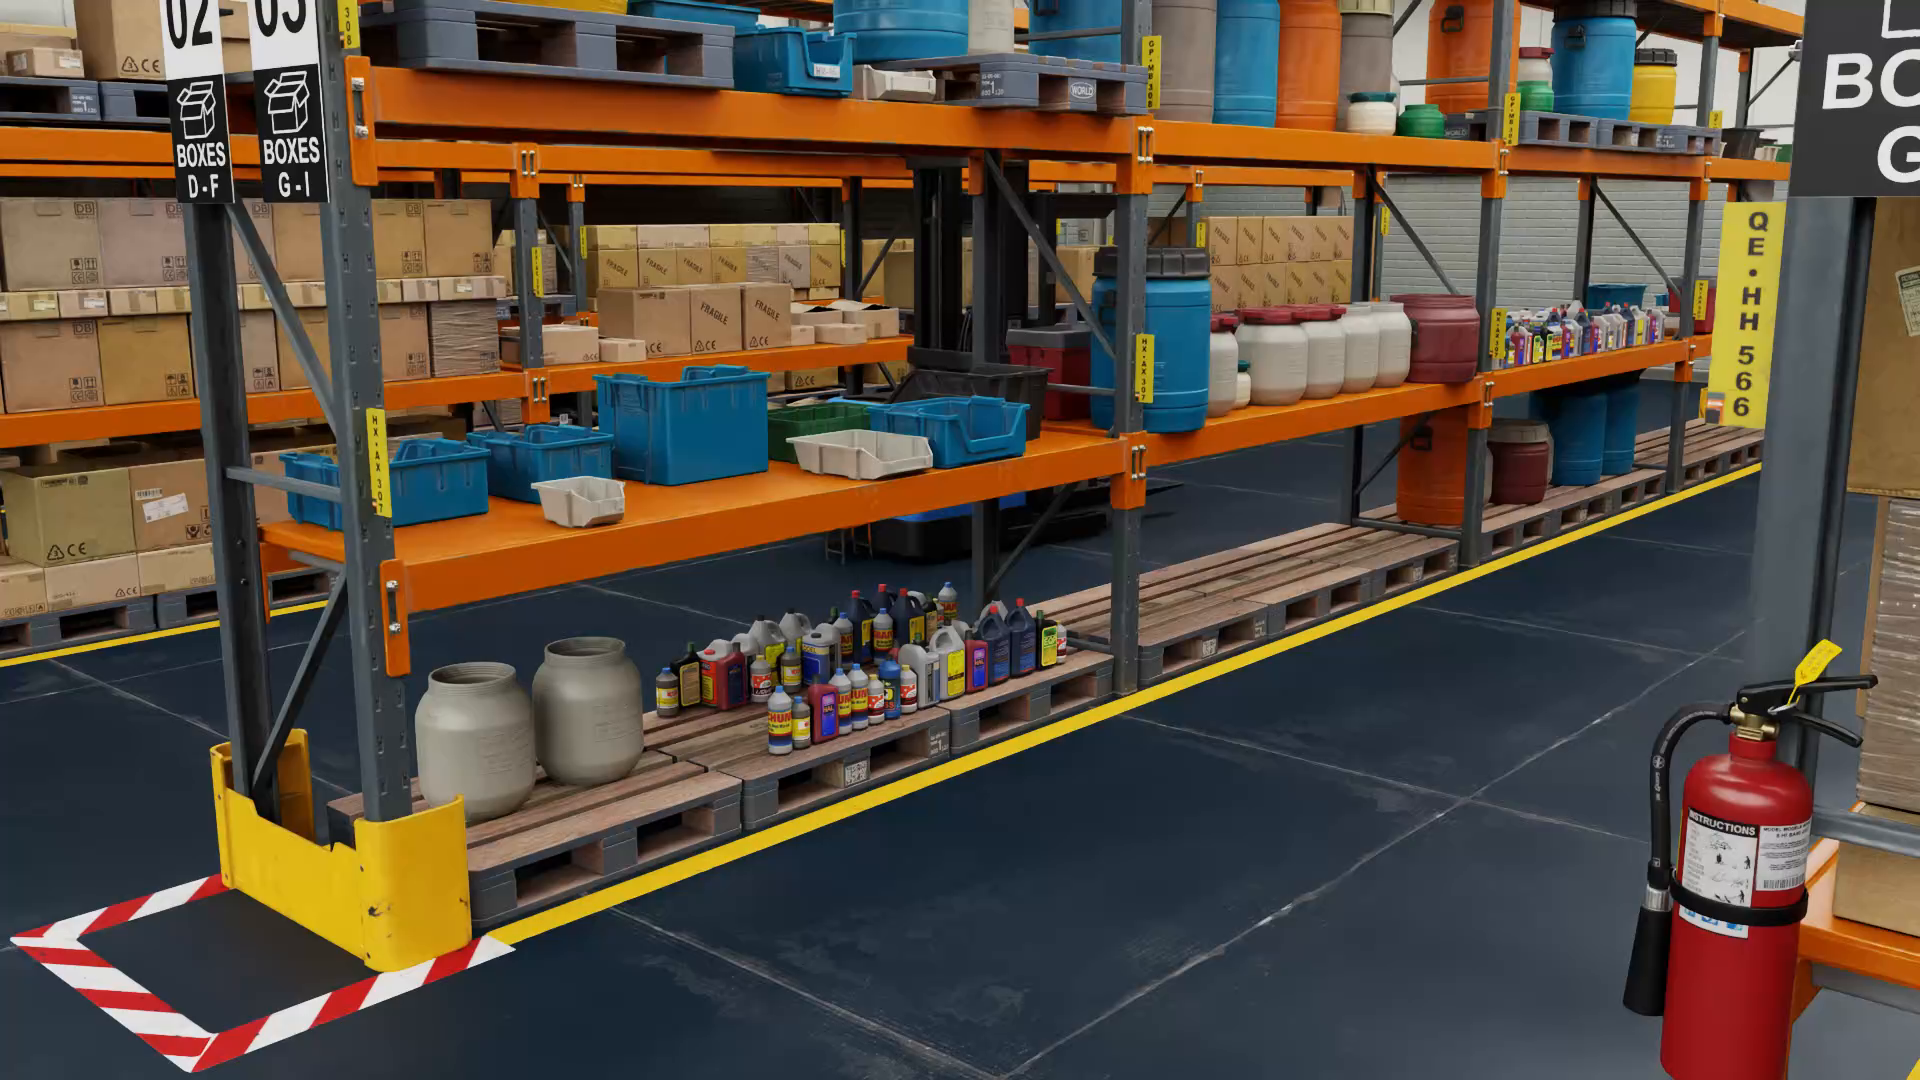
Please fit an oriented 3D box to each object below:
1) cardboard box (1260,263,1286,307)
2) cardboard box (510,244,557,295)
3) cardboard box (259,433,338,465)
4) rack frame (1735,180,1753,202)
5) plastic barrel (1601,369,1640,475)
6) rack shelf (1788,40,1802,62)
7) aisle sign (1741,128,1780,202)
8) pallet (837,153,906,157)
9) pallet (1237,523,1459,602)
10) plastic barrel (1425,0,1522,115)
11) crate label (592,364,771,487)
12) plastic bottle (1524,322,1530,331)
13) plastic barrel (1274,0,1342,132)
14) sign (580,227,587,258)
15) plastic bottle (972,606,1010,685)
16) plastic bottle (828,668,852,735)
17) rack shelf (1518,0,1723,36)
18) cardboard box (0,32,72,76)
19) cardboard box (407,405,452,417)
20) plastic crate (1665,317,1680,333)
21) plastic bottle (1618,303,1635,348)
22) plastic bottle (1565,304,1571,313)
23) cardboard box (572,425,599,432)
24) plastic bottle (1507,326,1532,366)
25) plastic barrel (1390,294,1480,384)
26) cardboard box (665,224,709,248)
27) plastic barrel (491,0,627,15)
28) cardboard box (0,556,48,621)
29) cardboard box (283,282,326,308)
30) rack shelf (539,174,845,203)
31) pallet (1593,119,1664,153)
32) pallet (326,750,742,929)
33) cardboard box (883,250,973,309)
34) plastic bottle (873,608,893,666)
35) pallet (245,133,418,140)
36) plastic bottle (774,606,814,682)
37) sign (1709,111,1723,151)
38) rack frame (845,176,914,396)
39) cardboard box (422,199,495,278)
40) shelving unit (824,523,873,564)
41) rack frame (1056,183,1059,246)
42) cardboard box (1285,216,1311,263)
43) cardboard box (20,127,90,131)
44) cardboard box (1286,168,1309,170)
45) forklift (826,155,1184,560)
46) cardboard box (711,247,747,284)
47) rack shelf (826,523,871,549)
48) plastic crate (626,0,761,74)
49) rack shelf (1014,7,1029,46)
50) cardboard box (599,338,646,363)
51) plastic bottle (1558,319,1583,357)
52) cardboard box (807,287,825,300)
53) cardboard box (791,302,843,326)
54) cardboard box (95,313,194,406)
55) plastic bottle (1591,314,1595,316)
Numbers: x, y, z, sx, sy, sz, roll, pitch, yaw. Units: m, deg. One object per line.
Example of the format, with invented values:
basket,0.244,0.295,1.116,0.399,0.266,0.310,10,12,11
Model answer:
cardboard box,3.248,-2.814,18.387,0.500,0.500,0.500,10,15,40
cardboard box,-4.627,-2.822,17.303,0.700,0.500,0.500,8,14,34
cardboard box,-4.049,-0.382,10.498,0.500,0.500,0.500,10,15,40
rack frame,8.399,-2.524,17.188,1.000,3.000,0.127,10,15,40
plastic barrel,5.386,-1.034,14.017,0.600,0.901,0.708,10,15,40
rack shelf,2.877,-0.942,3.446,1.077,0.370,4.000,10,15,40
aisle sign,8.223,-3.848,17.179,0.394,0.787,0.004,10,15,40
pallet,-0.982,-3.255,13.672,1.213,0.211,1.003,11,16,43
pallet,2.577,0.130,11.023,1.003,0.211,1.213,10,15,40
plastic barrel,3.495,-3.317,11.335,0.600,0.830,0.708,10,15,40
crate label,-1.151,-0.493,6.930,0.502,0.435,0.616,10,15,40
plastic bottle,4.508,-1.635,13.247,0.097,0.201,0.097,0,11,0
plastic barrel,1.981,-2.839,10.013,0.600,0.830,0.708,10,15,40
sign,-3.910,-3.088,17.259,0.100,0.325,0.005,10,15,40
plastic bottle,0.142,0.485,7.763,0.144,0.351,0.185,9,14,38
plastic bottle,-0.506,0.676,7.013,0.097,0.271,0.097,0,11,0
rack shelf,4.438,-4.034,12.291,1.077,0.370,4.000,10,15,40
cardboard box,-5.320,-2.686,9.297,0.500,0.250,0.500,10,15,40
cardboard box,-5.494,-1.367,16.658,0.700,0.500,0.500,10,15,40
plastic crate,6.173,-1.885,14.512,0.396,0.136,0.243,10,15,40
plastic bottle,5.275,-1.706,13.222,0.144,0.351,0.185,10,15,40
plastic bottle,5.196,-1.879,14.259,0.061,0.283,0.133,10,15,40
cardboard box,-2.850,-0.706,12.603,0.500,0.311,0.500,10,15,42
plastic bottle,3.951,-1.376,11.758,0.152,0.276,0.135,10,15,40
plastic barrel,3.039,-1.306,10.744,0.600,0.536,0.708,10,15,40
cardboard box,-3.150,-3.387,18.529,0.500,0.250,0.500,10,15,41
plastic barrel,-1.506,-2.123,5.971,0.600,0.588,0.600,0,11,0
cardboard box,-5.360,0.282,9.091,0.500,0.250,0.500,10,15,40
cardboard box,-4.099,-1.512,10.212,0.380,0.149,0.250,10,15,42
rack shelf,-3.004,-4.040,18.958,1.077,0.370,4.000,10,15,40
pallet,4.568,-3.018,12.489,1.003,0.211,1.213,10,15,40
pallet,-1.608,1.062,6.357,1.003,0.211,1.213,10,15,40
cardboard box,-0.270,-2.350,14.991,0.700,0.500,0.500,4,12,21
plastic bottle,-0.372,0.466,8.062,0.097,0.271,0.097,0,11,0
pallet,-3.785,-2.698,10.628,1.003,0.211,1.213,10,15,40
plastic bottle,-0.773,0.480,7.787,0.144,0.351,0.185,10,15,40
sign,6.170,-3.339,13.590,0.100,0.325,0.005,10,15,40
rack frame,-0.601,-1.988,14.505,1.000,3.000,0.127,10,15,40
cardboard box,-3.529,-2.018,11.090,0.700,0.500,0.500,10,15,41
shelving unit,-0.799,-0.384,11.407,0.252,1.050,0.215,-16,19,-40
rack frame,0.957,-3.805,23.602,1.000,3.000,0.127,10,15,40
cardboard box,3.582,-3.376,18.648,0.500,0.500,0.500,10,15,42
cardboard box,-7.456,-3.390,13.560,0.500,0.500,0.500,8,14,36
cardboard box,3.538,-4.234,18.474,0.500,0.250,0.500,10,15,40
forklift,0.460,-1.519,12.336,3.031,2.935,1.130,-10,15,-41
cardboard box,-2.792,-3.097,18.993,0.500,0.500,0.500,10,15,42
rack shelf,-0.781,-0.105,11.479,0.240,0.259,0.215,-16,19,-40
plastic crate,-1.131,-1.952,6.710,0.392,0.384,0.575,10,15,40
rack shelf,0.719,-4.675,15.500,1.077,0.370,4.000,10,15,40
cardboard box,-2.503,-1.380,12.103,0.380,0.149,0.250,10,15,40
plastic bottle,4.562,-1.512,12.439,0.152,0.276,0.135,10,15,40
cardboard box,-1.843,-2.976,20.044,0.380,0.149,0.250,10,15,41
cardboard box,-1.337,-1.837,13.980,0.500,0.311,0.500,10,15,40
cardboard box,-4.889,-1.077,9.689,0.700,0.500,0.500,10,15,41
plastic bottle,4.972,-1.638,13.082,0.097,0.271,0.097,0,11,0
